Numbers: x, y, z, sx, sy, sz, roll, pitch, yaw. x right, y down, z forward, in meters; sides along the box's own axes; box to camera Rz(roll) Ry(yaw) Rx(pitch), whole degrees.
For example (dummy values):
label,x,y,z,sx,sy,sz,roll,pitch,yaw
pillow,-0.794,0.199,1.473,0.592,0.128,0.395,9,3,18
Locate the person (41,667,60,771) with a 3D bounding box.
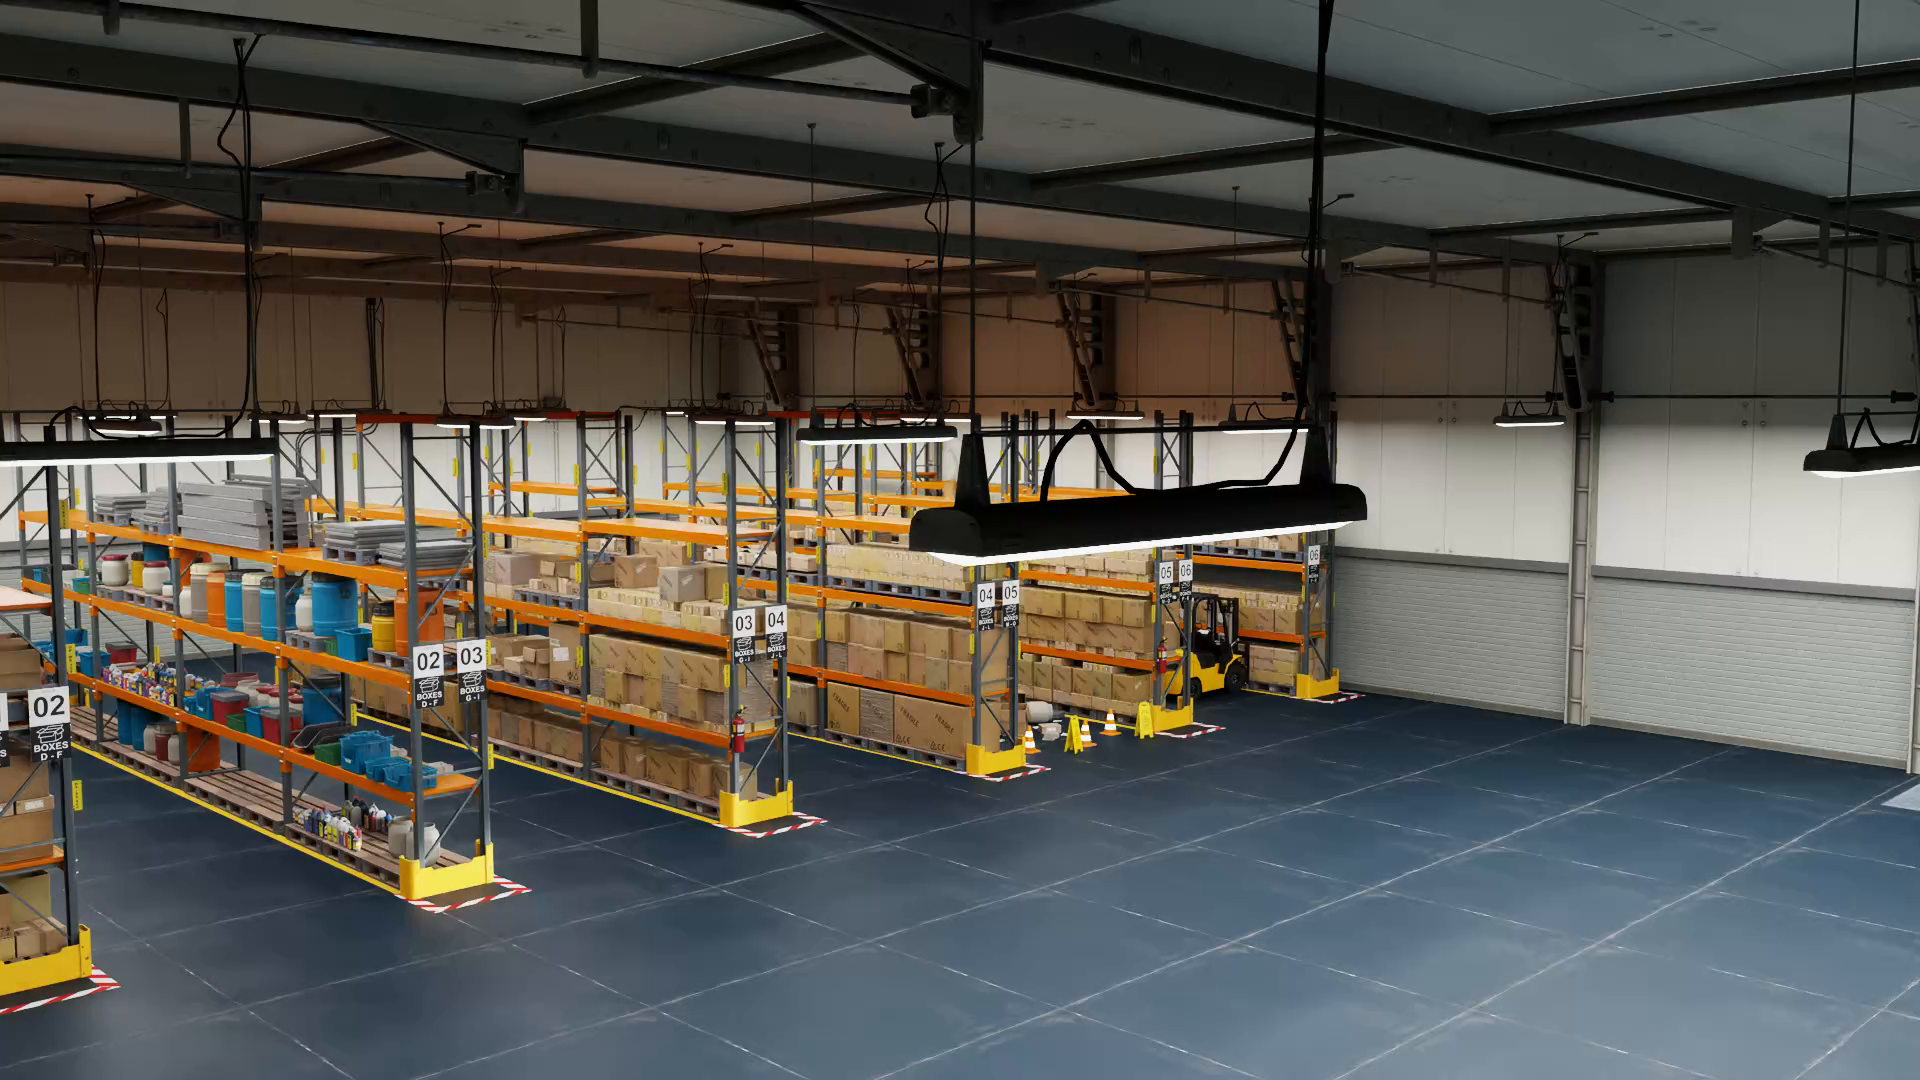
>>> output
label,x,y,z,sx,sy,sz,roll,pitch,yaw
person,-15.528,3.036,28.185,0.638,1.784,0.777,-5,7,-42
